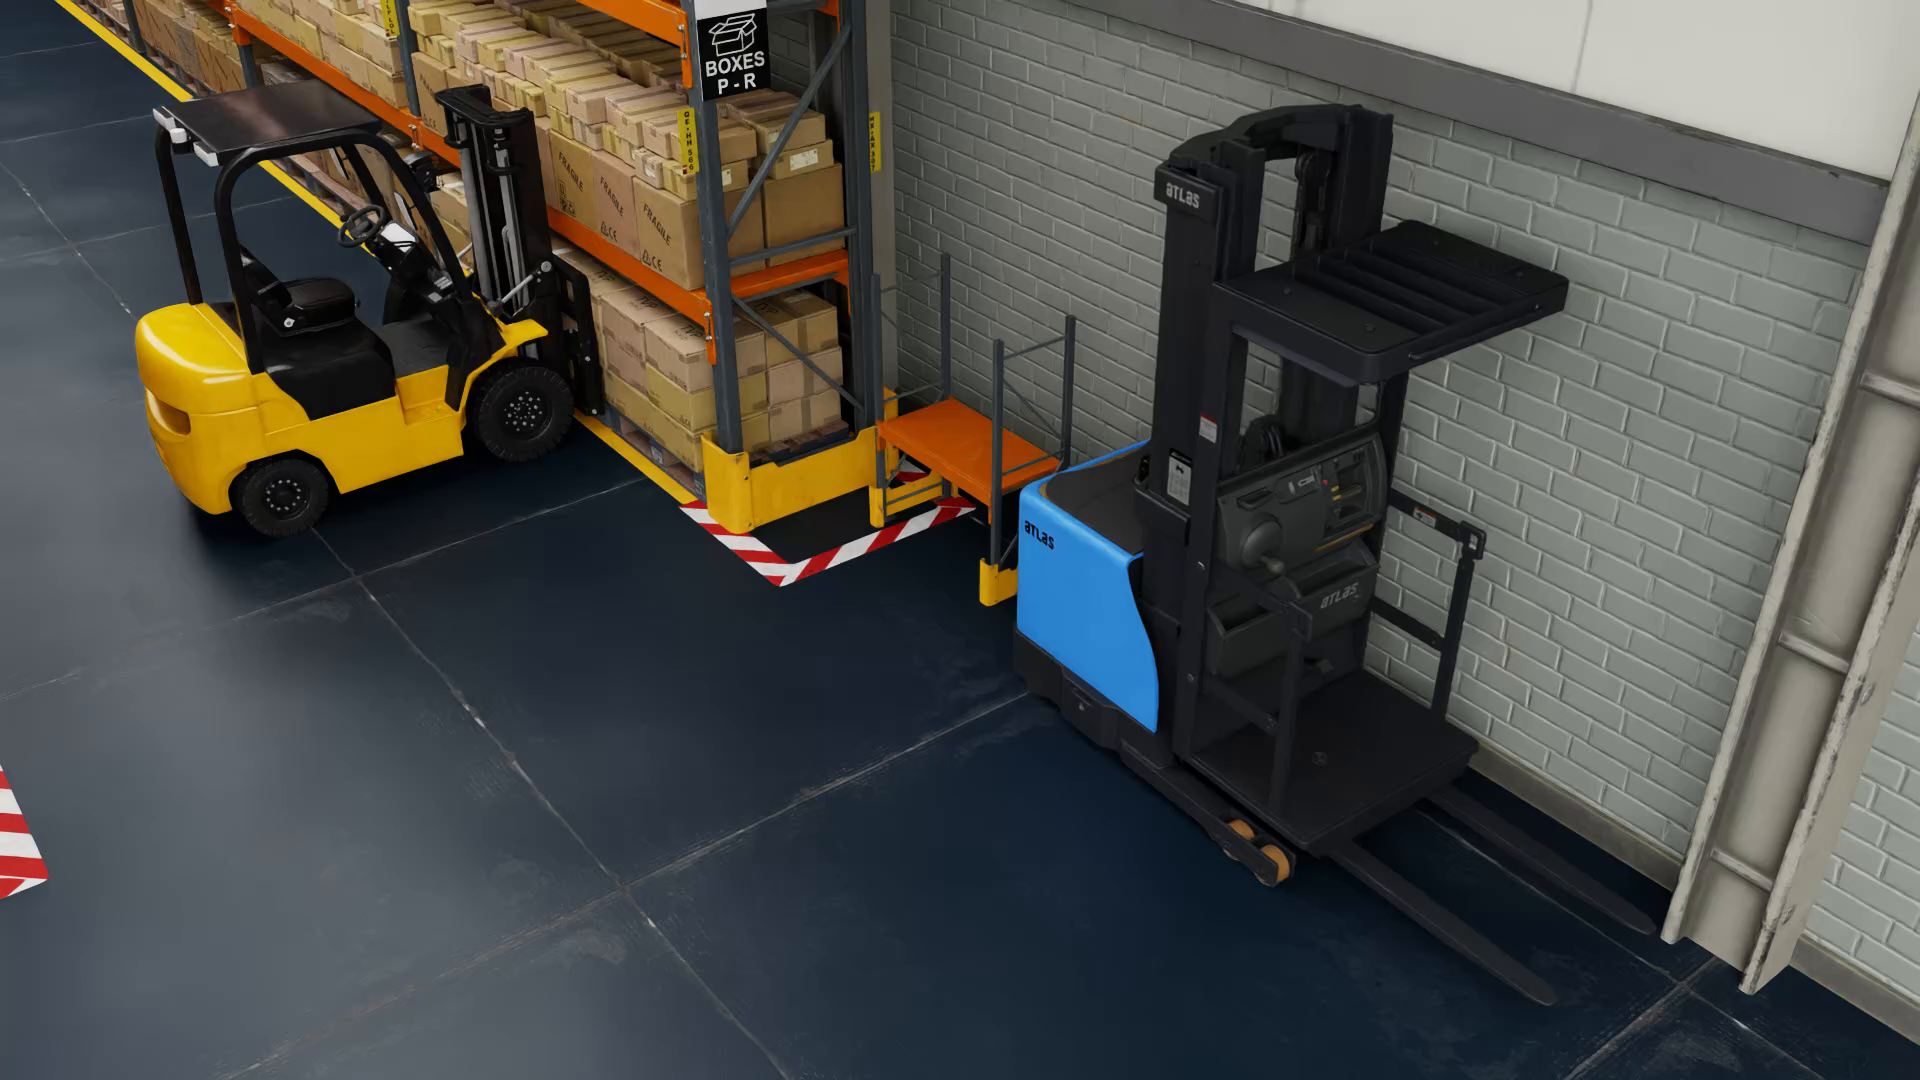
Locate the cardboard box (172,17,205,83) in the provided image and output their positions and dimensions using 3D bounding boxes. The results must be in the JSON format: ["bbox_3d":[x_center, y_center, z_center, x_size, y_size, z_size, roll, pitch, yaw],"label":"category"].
[{"bbox_3d":[-7.203,-4.762,16.045,0.500,0.500,0.500,-24,39,-33],"label":"cardboard box"}]

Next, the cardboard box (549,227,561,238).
[{"bbox_3d":[-2.697,-1.944,10.797,0.500,0.250,0.500,-21,37,-30],"label":"cardboard box"}]

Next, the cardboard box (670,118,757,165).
[{"bbox_3d":[-1.299,-2.090,8.781,0.380,0.149,0.250,-22,38,-31],"label":"cardboard box"}]

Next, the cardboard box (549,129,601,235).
[{"bbox_3d":[-2.048,-2.160,9.790,0.500,0.500,0.500,-23,39,-32],"label":"cardboard box"}]

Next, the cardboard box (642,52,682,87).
[{"bbox_3d":[-1.662,-2.795,9.915,0.380,0.149,0.250,-23,39,-32],"label":"cardboard box"}]

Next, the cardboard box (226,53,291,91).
[{"bbox_3d":[-6.248,-4.122,15.015,0.500,0.500,0.500,-21,38,-30],"label":"cardboard box"}]

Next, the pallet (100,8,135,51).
[{"bbox_3d":[-8.692,-5.668,18.176,1.003,0.211,1.213,-22,38,-31],"label":"pallet"}]

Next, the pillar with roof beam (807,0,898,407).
[{"bbox_3d":[-4.029,-3.302,6.038,9.100,9.000,0.400,-22,38,-31],"label":"pillar with roof beam"}]

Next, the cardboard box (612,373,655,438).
[{"bbox_3d":[-1.748,-0.879,10.031,0.500,0.250,0.500,-22,38,-31],"label":"cardboard box"}]

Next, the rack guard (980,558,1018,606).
[{"bbox_3d":[0.352,0.133,8.799,0.587,0.250,0.087,-22,38,-31],"label":"rack guard"}]

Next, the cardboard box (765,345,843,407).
[{"bbox_3d":[-1.037,-1.051,9.833,0.500,0.250,0.500,-21,38,-31],"label":"cardboard box"}]

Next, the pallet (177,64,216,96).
[{"bbox_3d":[-6.991,-4.546,16.369,1.003,0.211,1.213,-22,38,-31],"label":"pallet"}]

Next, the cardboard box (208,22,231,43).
[{"bbox_3d":[-6.640,-4.643,15.239,0.380,0.149,0.250,-24,39,-33],"label":"cardboard box"}]

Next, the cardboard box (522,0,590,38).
[{"bbox_3d":[-2.637,-3.417,10.917,0.380,0.149,0.250,-23,38,-32],"label":"cardboard box"}]

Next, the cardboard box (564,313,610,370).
[{"bbox_3d":[-2.091,-1.310,10.251,0.500,0.250,0.500,-23,39,-32],"label":"cardboard box"}]

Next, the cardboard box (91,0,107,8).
[{"bbox_3d":[-9.294,-6.263,18.462,0.700,0.500,0.500,-24,39,-33],"label":"cardboard box"}]

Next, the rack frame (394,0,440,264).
[{"bbox_3d":[-3.366,-3.232,11.611,1.000,3.000,0.127,-22,38,-31],"label":"rack frame"}]

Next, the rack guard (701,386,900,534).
[{"bbox_3d":[-0.898,-0.493,9.570,1.175,0.500,0.348,-22,38,-31],"label":"rack guard"}]

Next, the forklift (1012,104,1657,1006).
[{"bbox_3d":[1.530,-0.100,6.633,1.130,2.935,3.031,-21,38,-30],"label":"forklift"}]

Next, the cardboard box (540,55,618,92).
[{"bbox_3d":[-2.244,-2.728,9.807,0.380,0.149,0.250,-22,38,-31],"label":"cardboard box"}]

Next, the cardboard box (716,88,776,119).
[{"bbox_3d":[-1.257,-2.444,9.350,0.380,0.149,0.250,-21,38,-31],"label":"cardboard box"}]

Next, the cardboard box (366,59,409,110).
[{"bbox_3d":[-3.882,-3.294,11.852,0.500,0.250,0.500,-21,38,-30],"label":"cardboard box"}]

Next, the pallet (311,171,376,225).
[{"bbox_3d":[-4.601,-2.851,13.640,1.003,0.211,1.213,-22,38,-31],"label":"pallet"}]

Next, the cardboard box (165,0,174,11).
[{"bbox_3d":[-7.562,-5.303,16.301,0.380,0.149,0.250,-22,38,-32],"label":"cardboard box"}]

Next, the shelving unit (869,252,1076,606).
[{"bbox_3d":[0.047,-0.605,8.803,0.587,1.500,1.083,-22,38,-31],"label":"shelving unit"}]

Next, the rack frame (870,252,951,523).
[{"bbox_3d":[-0.259,-0.813,9.138,0.500,1.500,0.032,-22,38,-31],"label":"rack frame"}]

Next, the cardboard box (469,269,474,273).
[{"bbox_3d":[-3.007,-1.727,11.396,0.500,0.250,0.500,-23,39,-32],"label":"cardboard box"}]

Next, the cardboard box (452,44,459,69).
[{"bbox_3d":[-3.036,-3.125,10.729,0.380,0.149,0.250,-22,38,-31],"label":"cardboard box"}]

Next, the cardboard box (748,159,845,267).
[{"bbox_3d":[-0.998,-1.904,9.377,0.500,0.500,0.500,-21,37,-30],"label":"cardboard box"}]

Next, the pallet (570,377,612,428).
[{"bbox_3d":[-2.159,-1.194,10.972,1.003,0.211,1.213,-22,38,-31],"label":"pallet"}]

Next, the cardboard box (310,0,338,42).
[{"bbox_3d":[-4.499,-3.930,12.402,0.500,0.250,0.500,-21,38,-30],"label":"cardboard box"}]

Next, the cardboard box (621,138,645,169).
[{"bbox_3d":[-1.638,-2.162,9.178,0.380,0.149,0.250,-21,38,-31],"label":"cardboard box"}]

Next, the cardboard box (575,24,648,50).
[{"bbox_3d":[-2.172,-3.097,10.402,0.380,0.149,0.250,-23,38,-32],"label":"cardboard box"}]

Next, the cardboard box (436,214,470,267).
[{"bbox_3d":[-3.313,-2.153,11.608,0.500,0.250,0.500,-22,38,-32],"label":"cardboard box"}]

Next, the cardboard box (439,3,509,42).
[{"bbox_3d":[-3.159,-3.373,10.847,0.380,0.149,0.250,-22,38,-31],"label":"cardboard box"}]

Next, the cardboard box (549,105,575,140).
[{"bbox_3d":[-2.153,-2.464,9.664,0.380,0.149,0.250,-22,38,-31],"label":"cardboard box"}]

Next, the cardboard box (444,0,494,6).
[{"bbox_3d":[-3.412,-3.766,11.761,0.380,0.149,0.250,-23,39,-32],"label":"cardboard box"}]

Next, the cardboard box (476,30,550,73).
[{"bbox_3d":[-2.752,-3.024,10.285,0.380,0.149,0.250,-23,39,-32],"label":"cardboard box"}]

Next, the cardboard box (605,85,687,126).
[{"bbox_3d":[-1.751,-2.411,9.298,0.380,0.149,0.250,-22,38,-31],"label":"cardboard box"}]

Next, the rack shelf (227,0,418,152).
[{"bbox_3d":[-4.592,-3.760,13.143,1.077,0.370,4.000,-22,38,-31],"label":"rack shelf"}]

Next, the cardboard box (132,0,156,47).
[{"bbox_3d":[-8.153,-5.408,17.086,0.500,0.500,0.500,-20,37,-29],"label":"cardboard box"}]

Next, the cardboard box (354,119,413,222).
[{"bbox_3d":[-4.165,-2.941,12.995,0.875,0.625,0.625,-23,38,-32],"label":"cardboard box"}]

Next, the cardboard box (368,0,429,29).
[{"bbox_3d":[-3.923,-3.722,11.691,0.380,0.149,0.250,-23,38,-32],"label":"cardboard box"}]

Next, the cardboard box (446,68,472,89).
[{"bbox_3d":[-2.968,-2.793,10.810,0.500,0.500,0.500,-22,38,-31],"label":"cardboard box"}]

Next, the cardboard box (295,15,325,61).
[{"bbox_3d":[-4.797,-3.931,12.878,0.500,0.250,0.500,-21,37,-30],"label":"cardboard box"}]

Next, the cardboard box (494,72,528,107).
[{"bbox_3d":[-2.616,-2.789,10.188,0.380,0.149,0.250,-24,39,-33],"label":"cardboard box"}]

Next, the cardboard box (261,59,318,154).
[{"bbox_3d":[-5.447,-3.804,14.385,0.875,0.625,0.625,-21,38,-30],"label":"cardboard box"}]

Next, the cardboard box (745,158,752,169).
[{"bbox_3d":[-1.118,-2.191,9.224,0.380,0.149,0.250,-22,38,-31],"label":"cardboard box"}]

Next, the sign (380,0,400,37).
[{"bbox_3d":[-3.789,-3.511,11.037,0.100,0.325,0.005,-22,38,-31],"label":"sign"}]

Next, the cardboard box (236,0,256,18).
[{"bbox_3d":[-5.740,-4.571,13.909,0.500,0.250,0.500,-22,38,-31],"label":"cardboard box"}]

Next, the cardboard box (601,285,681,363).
[{"bbox_3d":[-1.760,-1.302,9.764,0.500,0.250,0.500,-22,38,-31],"label":"cardboard box"}]

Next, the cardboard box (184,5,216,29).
[{"bbox_3d":[-7.113,-4.977,15.776,0.380,0.149,0.250,-24,39,-34],"label":"cardboard box"}]
